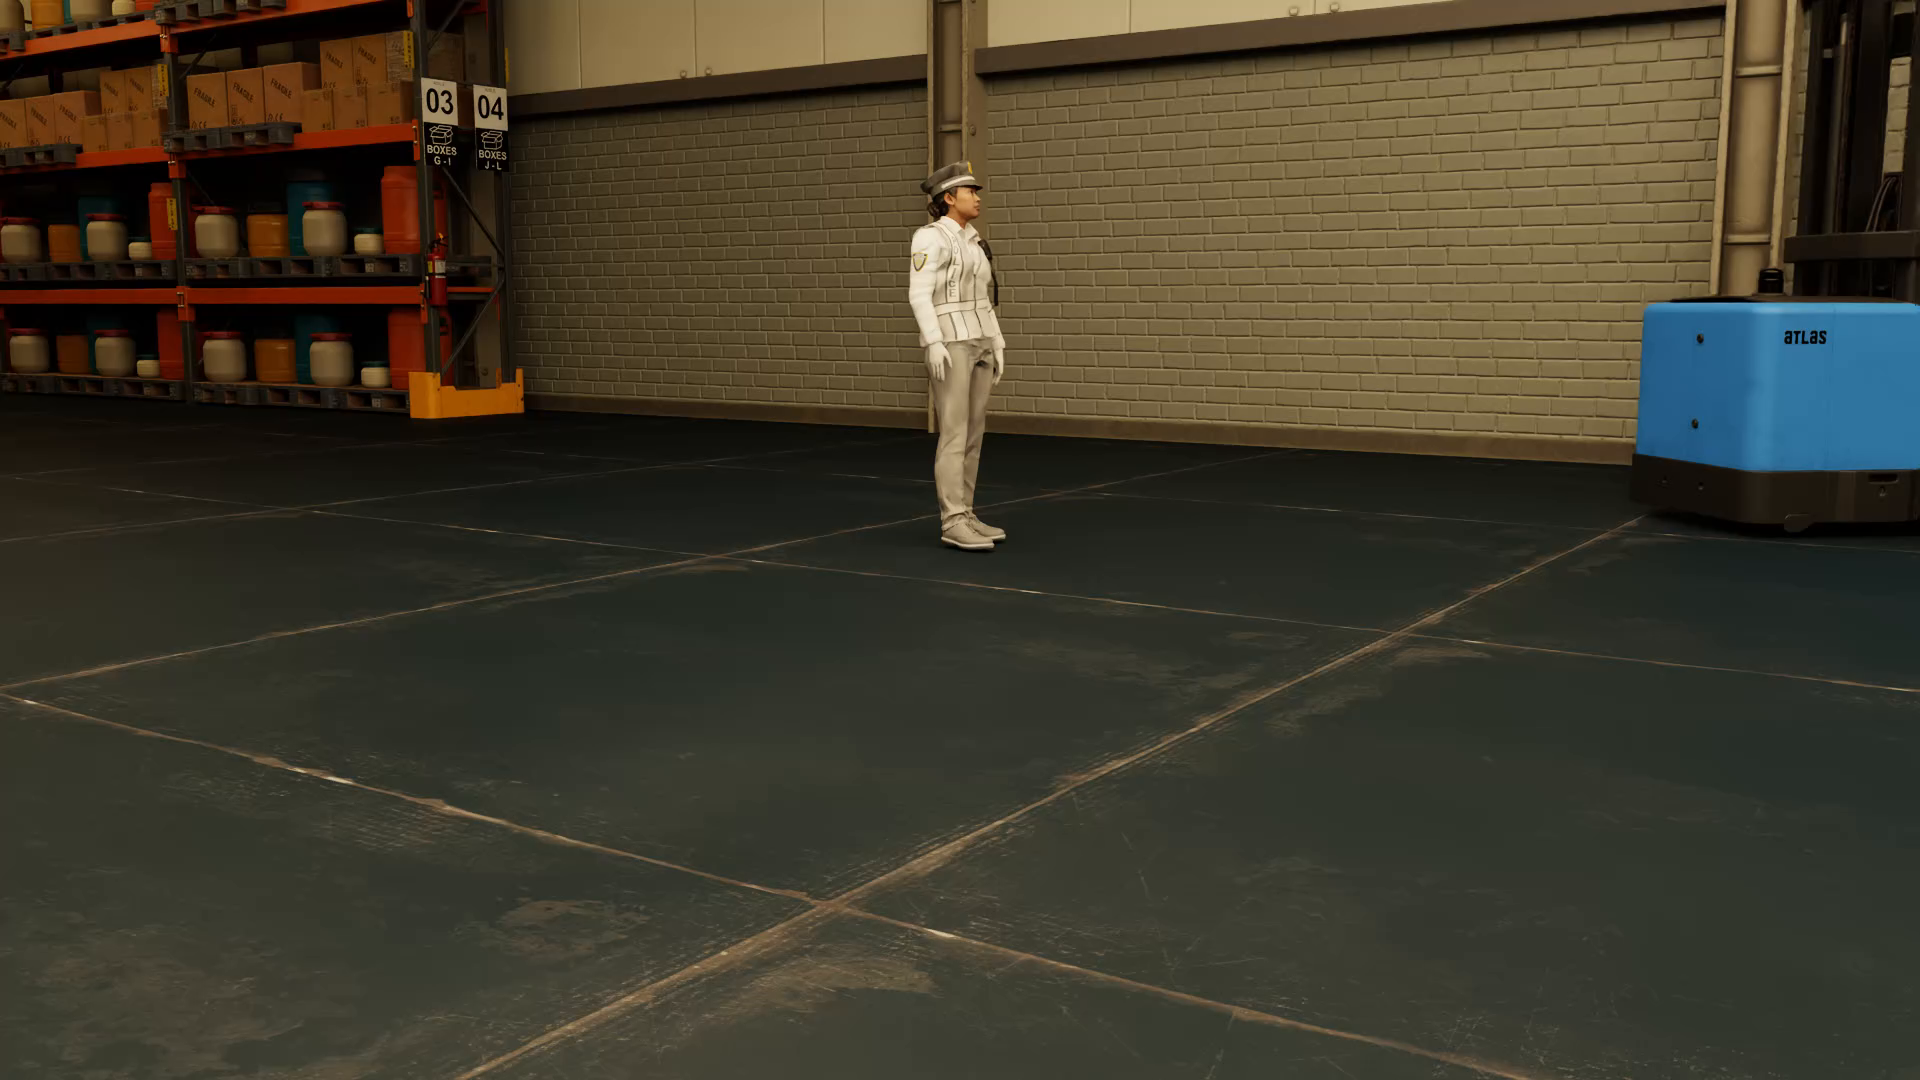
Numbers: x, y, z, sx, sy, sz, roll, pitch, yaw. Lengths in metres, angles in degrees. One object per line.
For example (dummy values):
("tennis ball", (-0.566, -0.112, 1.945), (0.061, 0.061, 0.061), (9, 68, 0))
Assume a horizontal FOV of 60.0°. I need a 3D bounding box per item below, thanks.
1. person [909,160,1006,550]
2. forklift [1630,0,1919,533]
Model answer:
("person", (0.052, -0.840, 7.441), (0.533, 1.696, 0.588), (5, 10, 34))
("forklift", (5.005, -1.558, 8.147), (3.031, 2.935, 1.130), (-1, 8, -9))
